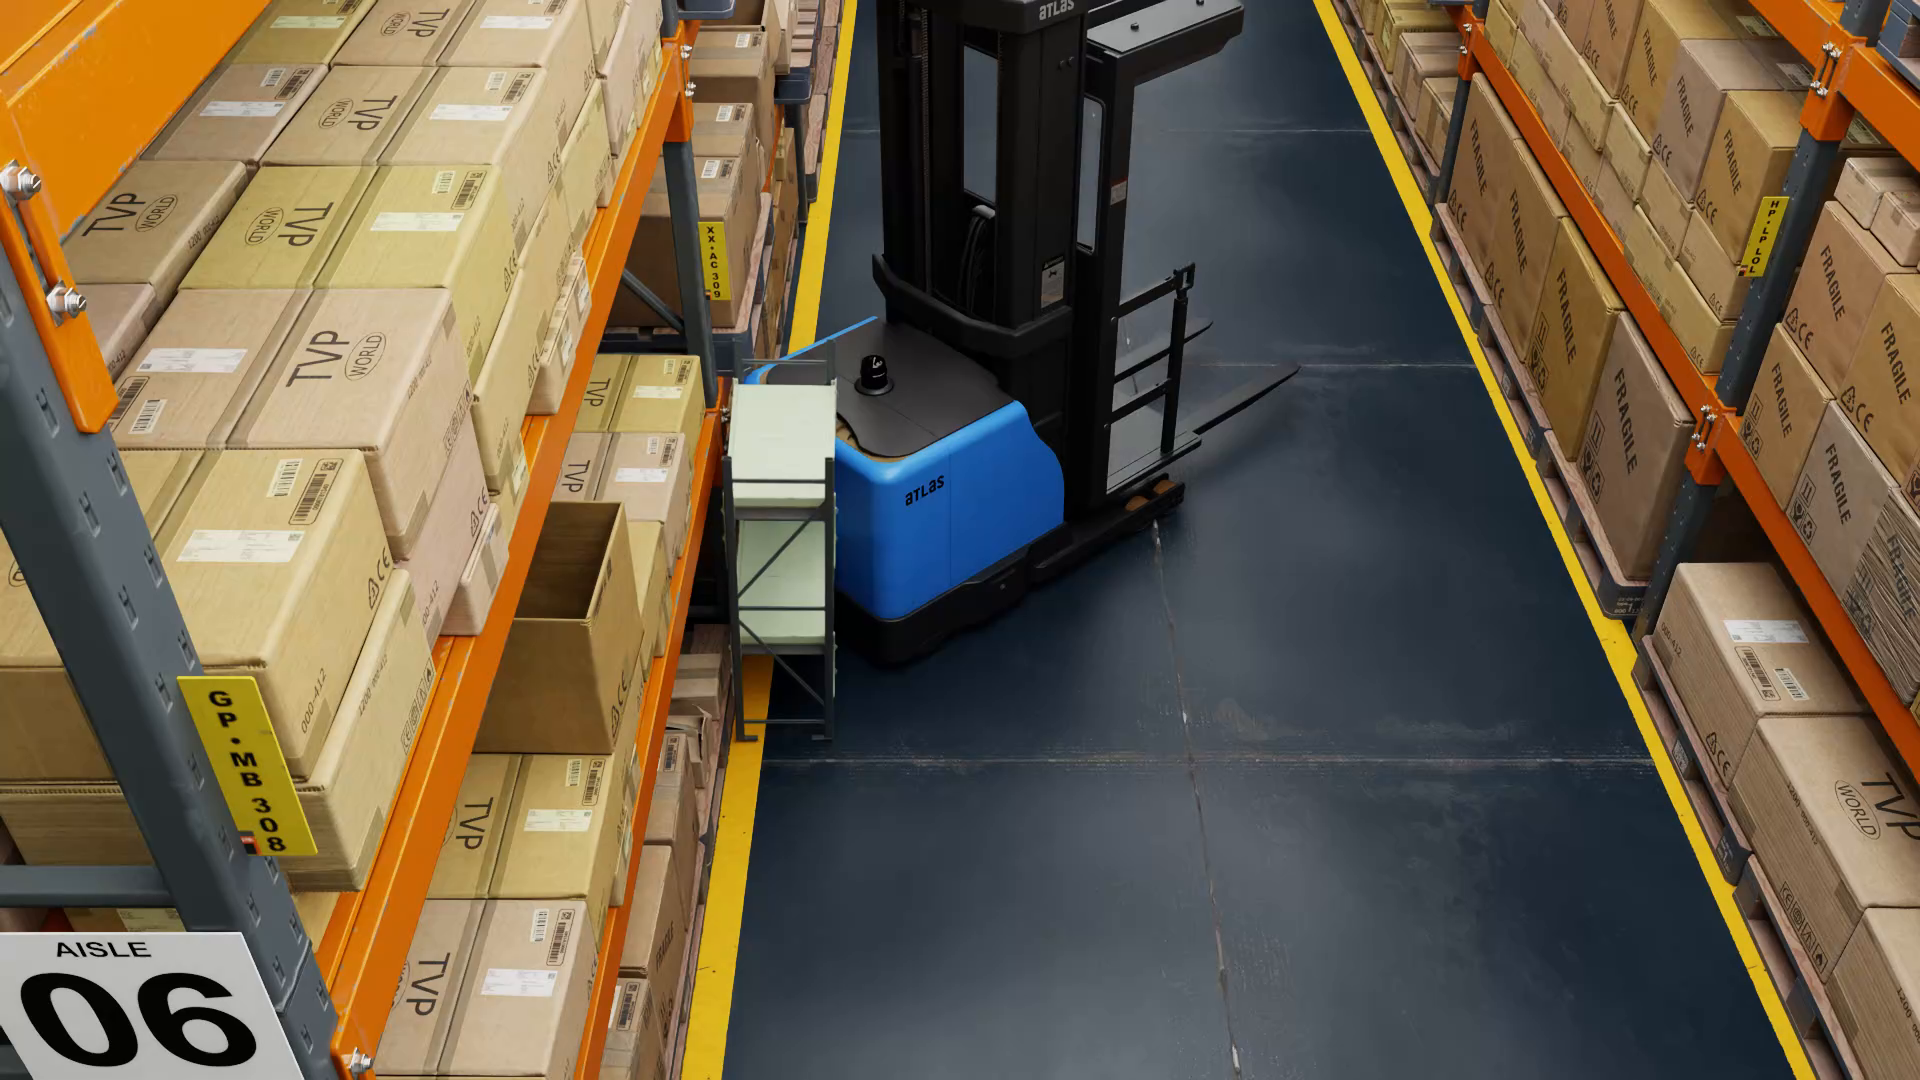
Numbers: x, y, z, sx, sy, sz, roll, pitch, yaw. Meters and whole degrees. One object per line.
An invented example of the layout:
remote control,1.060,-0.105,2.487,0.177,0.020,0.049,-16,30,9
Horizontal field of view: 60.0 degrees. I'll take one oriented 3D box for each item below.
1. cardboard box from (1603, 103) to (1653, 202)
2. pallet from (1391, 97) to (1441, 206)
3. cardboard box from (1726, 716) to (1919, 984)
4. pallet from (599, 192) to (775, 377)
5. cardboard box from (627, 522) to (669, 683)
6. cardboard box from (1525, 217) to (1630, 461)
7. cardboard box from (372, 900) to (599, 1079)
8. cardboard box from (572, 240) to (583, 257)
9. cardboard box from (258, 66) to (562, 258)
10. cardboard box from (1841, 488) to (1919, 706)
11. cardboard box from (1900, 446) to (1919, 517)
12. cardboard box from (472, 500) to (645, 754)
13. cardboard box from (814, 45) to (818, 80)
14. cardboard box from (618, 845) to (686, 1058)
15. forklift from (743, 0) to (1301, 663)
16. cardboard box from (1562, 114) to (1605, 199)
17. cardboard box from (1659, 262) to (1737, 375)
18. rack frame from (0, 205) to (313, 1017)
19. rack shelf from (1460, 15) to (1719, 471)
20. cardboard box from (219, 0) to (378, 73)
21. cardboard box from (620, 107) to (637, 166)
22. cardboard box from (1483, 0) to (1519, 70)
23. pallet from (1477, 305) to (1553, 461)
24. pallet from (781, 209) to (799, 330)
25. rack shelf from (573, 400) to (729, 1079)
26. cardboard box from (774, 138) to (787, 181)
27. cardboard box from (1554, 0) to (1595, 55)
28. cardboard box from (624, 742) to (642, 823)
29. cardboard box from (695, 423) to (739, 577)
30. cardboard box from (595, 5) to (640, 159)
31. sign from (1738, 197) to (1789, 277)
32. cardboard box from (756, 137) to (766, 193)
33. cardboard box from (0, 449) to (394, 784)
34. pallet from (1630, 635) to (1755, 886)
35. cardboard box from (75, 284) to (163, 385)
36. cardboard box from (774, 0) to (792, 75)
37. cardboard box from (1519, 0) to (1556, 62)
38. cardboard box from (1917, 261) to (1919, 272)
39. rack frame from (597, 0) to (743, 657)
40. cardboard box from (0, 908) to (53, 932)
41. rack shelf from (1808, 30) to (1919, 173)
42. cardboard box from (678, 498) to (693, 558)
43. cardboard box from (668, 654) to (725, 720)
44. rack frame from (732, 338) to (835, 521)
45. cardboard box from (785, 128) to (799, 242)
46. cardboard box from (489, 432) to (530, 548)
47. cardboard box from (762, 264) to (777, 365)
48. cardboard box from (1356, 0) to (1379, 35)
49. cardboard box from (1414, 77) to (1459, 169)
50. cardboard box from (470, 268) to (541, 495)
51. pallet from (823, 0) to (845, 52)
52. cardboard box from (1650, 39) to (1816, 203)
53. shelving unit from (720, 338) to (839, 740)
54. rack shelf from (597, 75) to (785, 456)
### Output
cardboard box,3.246,-1.749,7.499,0.500,0.250,0.500,1,39,1
pallet,3.500,-2.602,11.074,1.003,0.211,1.213,0,39,0
cardboard box,3.399,1.088,5.952,0.875,0.438,0.875,-1,39,-1
pallet,-1.352,-1.119,7.147,1.003,0.211,1.213,0,39,0
cardboard box,-1.213,0.191,5.240,0.500,0.250,0.500,0,39,0
cardboard box,3.414,-0.988,8.193,0.875,0.875,0.875,1,39,1
cardboard box,-1.187,1.150,4.044,0.500,0.250,0.500,0,39,0
cardboard box,-1.202,-0.743,4.326,0.380,0.149,0.250,0,39,0
cardboard box,-1.211,-0.845,3.735,0.500,0.250,0.500,1,39,1
cardboard box,3.233,0.180,5.292,0.500,0.500,0.500,0,39,0
cardboard box,3.246,-0.195,4.961,0.500,0.500,0.500,1,39,1
cardboard box,-1.188,0.235,4.586,0.500,0.500,0.500,1,39,1
cardboard box,-1.461,-3.653,11.718,0.875,0.625,0.625,-2,39,-2
cardboard box,-1.224,1.371,5.550,0.500,0.500,0.500,1,39,1
forklift,0.461,-1.407,7.407,3.031,2.935,1.130,-30,47,-32
cardboard box,3.265,-1.879,8.062,0.500,0.250,0.500,0,39,0
cardboard box,3.251,-0.922,6.868,0.500,0.250,0.500,-1,39,-1
rack frame,-1.455,-0.534,1.466,1.000,3.000,0.127,0,39,0
rack shelf,3.501,-1.670,8.256,1.077,0.370,4.000,0,39,0
cardboard box,-1.727,-1.166,4.136,0.500,0.250,0.500,0,39,-1
cardboard box,-1.175,-1.221,4.923,0.380,0.149,0.250,1,39,1
cardboard box,3.248,-2.837,9.257,0.500,0.250,0.500,-1,39,-1
pallet,3.423,-0.860,8.899,1.003,0.211,1.213,0,39,0
pallet,-1.501,-1.641,9.874,1.003,0.211,1.213,0,39,0
rack shelf,-1.458,0.837,5.128,1.077,0.370,4.000,0,39,0
cardboard box,-1.179,-2.158,9.434,0.380,0.149,0.250,-2,39,-2
cardboard box,3.251,-2.689,8.072,0.500,0.500,0.500,1,39,1
cardboard box,-1.154,0.729,4.888,0.380,0.149,0.250,1,39,1
cardboard box,-1.235,-0.186,7.492,0.500,0.500,0.500,2,39,2
cardboard box,-1.198,-1.296,4.697,0.500,0.250,0.500,-1,39,-2
sign,2.961,-1.115,6.125,0.100,0.325,0.005,0,39,0
cardboard box,-1.078,-1.675,7.459,0.396,0.266,0.258,2,39,2
cardboard box,-1.205,0.106,2.548,0.500,0.250,0.500,0,39,-1
pallet,3.426,0.863,6.749,1.003,0.211,1.213,0,39,0
cardboard box,-1.735,-0.219,2.954,0.500,0.250,0.500,-1,39,-1
cardboard box,-1.140,-2.642,8.677,0.500,0.250,0.500,-2,39,-2
cardboard box,3.252,-2.698,8.684,0.500,0.250,0.500,1,39,1
cardboard box,3.303,-0.865,5.278,0.380,0.149,0.250,0,39,-1
rack frame,-1.460,-0.694,6.463,1.000,3.000,0.127,0,39,0
cardboard box,-1.687,0.535,2.732,0.380,0.149,0.250,1,39,1
rack shelf,3.506,-0.339,4.197,1.077,0.370,4.000,0,39,0
cardboard box,-1.160,-0.072,5.887,0.380,0.149,0.250,1,39,1
cardboard box,-1.166,0.602,6.789,0.380,0.149,0.250,-1,39,-1
rack frame,-0.726,-0.220,6.978,0.400,1.500,0.023,0,42,-4
cardboard box,-1.249,-2.120,9.905,0.500,0.500,0.500,1,39,1
cardboard box,-1.138,-0.109,3.535,0.380,0.149,0.250,0,39,0
cardboard box,-1.236,-1.155,8.701,0.500,0.500,0.500,-1,39,-2
cardboard box,3.502,-4.064,12.434,0.950,0.372,0.625,2,39,3
cardboard box,3.509,-2.694,10.724,0.950,0.372,0.625,-2,39,-3
cardboard box,-1.192,-0.337,3.500,0.500,0.250,0.500,-1,39,-1
pallet,-1.429,-4.148,13.003,1.003,0.211,1.213,0,39,0
cardboard box,3.244,-1.732,6.879,0.500,0.500,0.500,1,39,1
shelving unit,-0.708,0.024,6.706,0.431,1.500,0.755,0,42,-4
rack shelf,-1.462,-1.664,8.249,1.077,0.370,4.000,0,39,0
